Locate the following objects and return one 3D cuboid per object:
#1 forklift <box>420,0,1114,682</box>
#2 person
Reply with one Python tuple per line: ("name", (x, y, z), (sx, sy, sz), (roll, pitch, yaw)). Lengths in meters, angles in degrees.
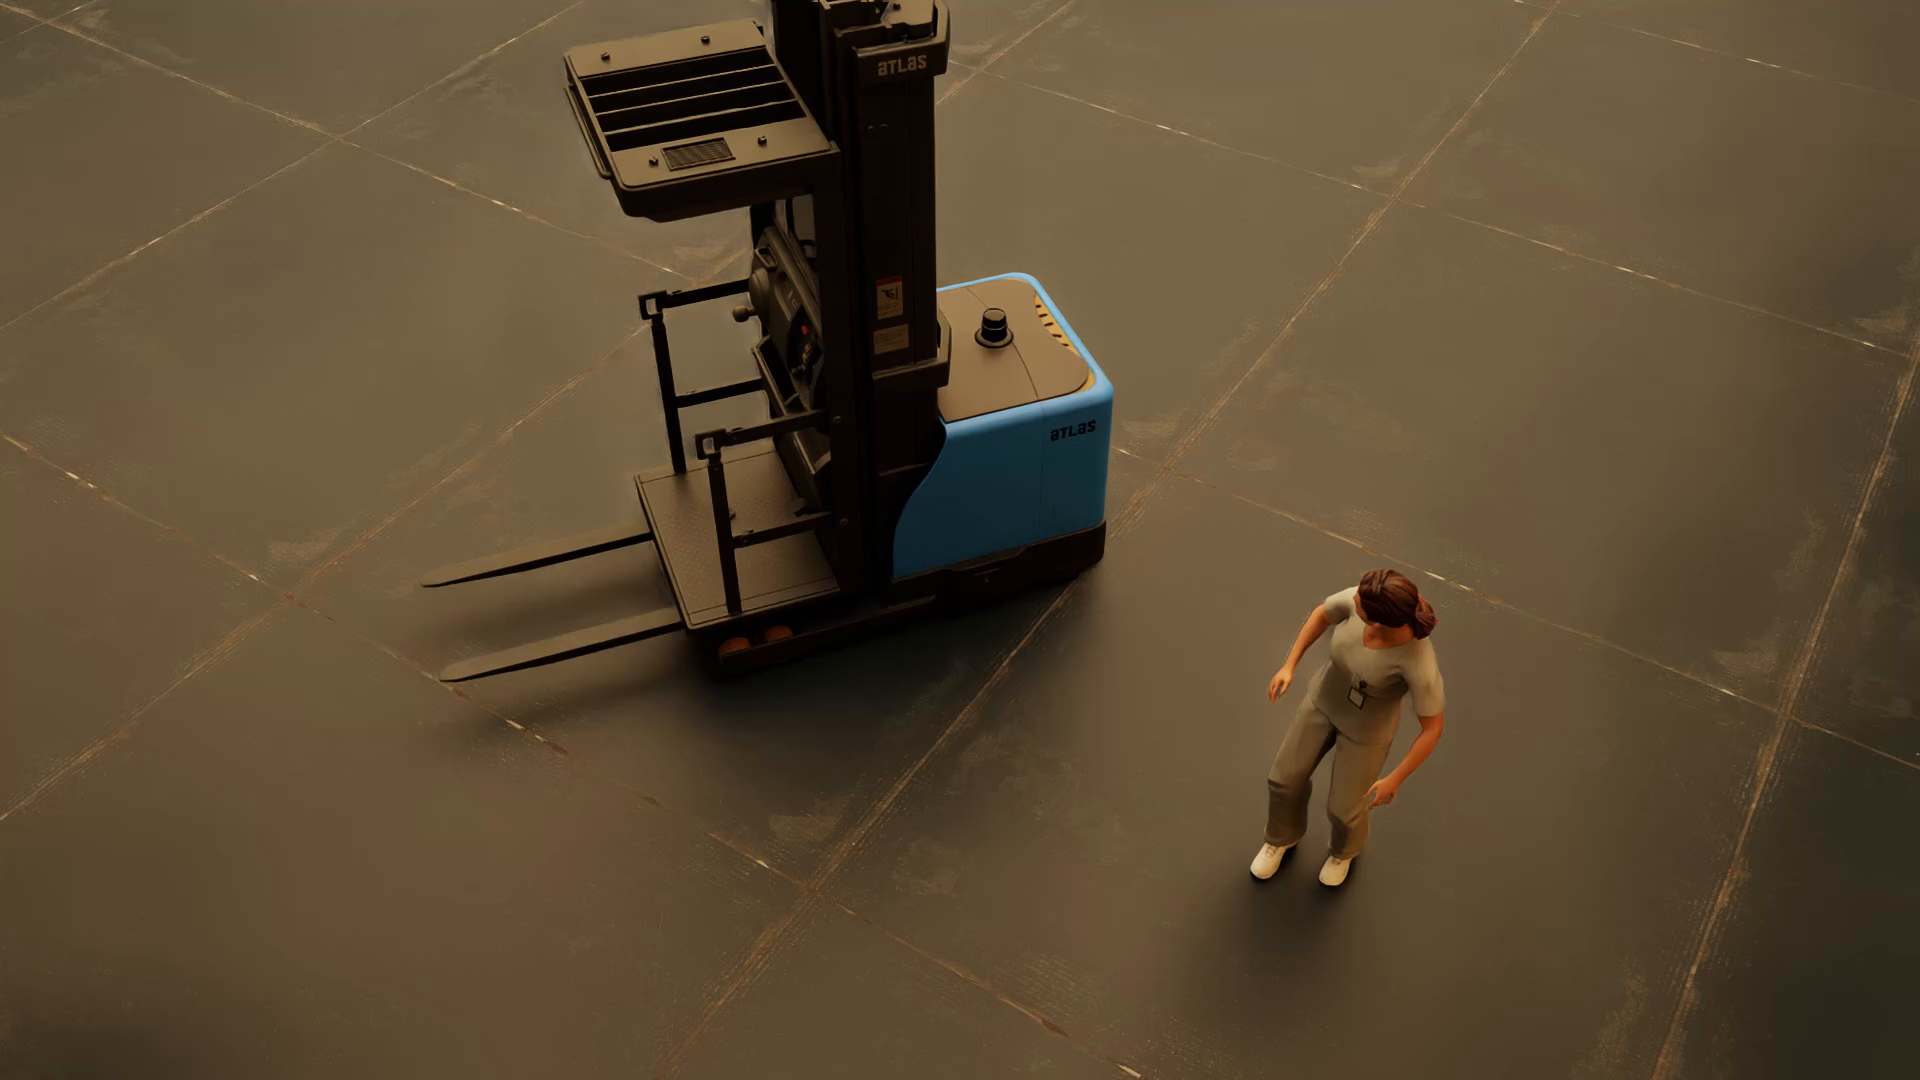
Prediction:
("forklift", (-0.895, -0.885, 6.782), (3.031, 2.935, 1.130), (-15, 45, -15))
("person", (1.412, 0.705, 6.061), (0.473, 1.631, 0.638), (-31, 52, -29))
